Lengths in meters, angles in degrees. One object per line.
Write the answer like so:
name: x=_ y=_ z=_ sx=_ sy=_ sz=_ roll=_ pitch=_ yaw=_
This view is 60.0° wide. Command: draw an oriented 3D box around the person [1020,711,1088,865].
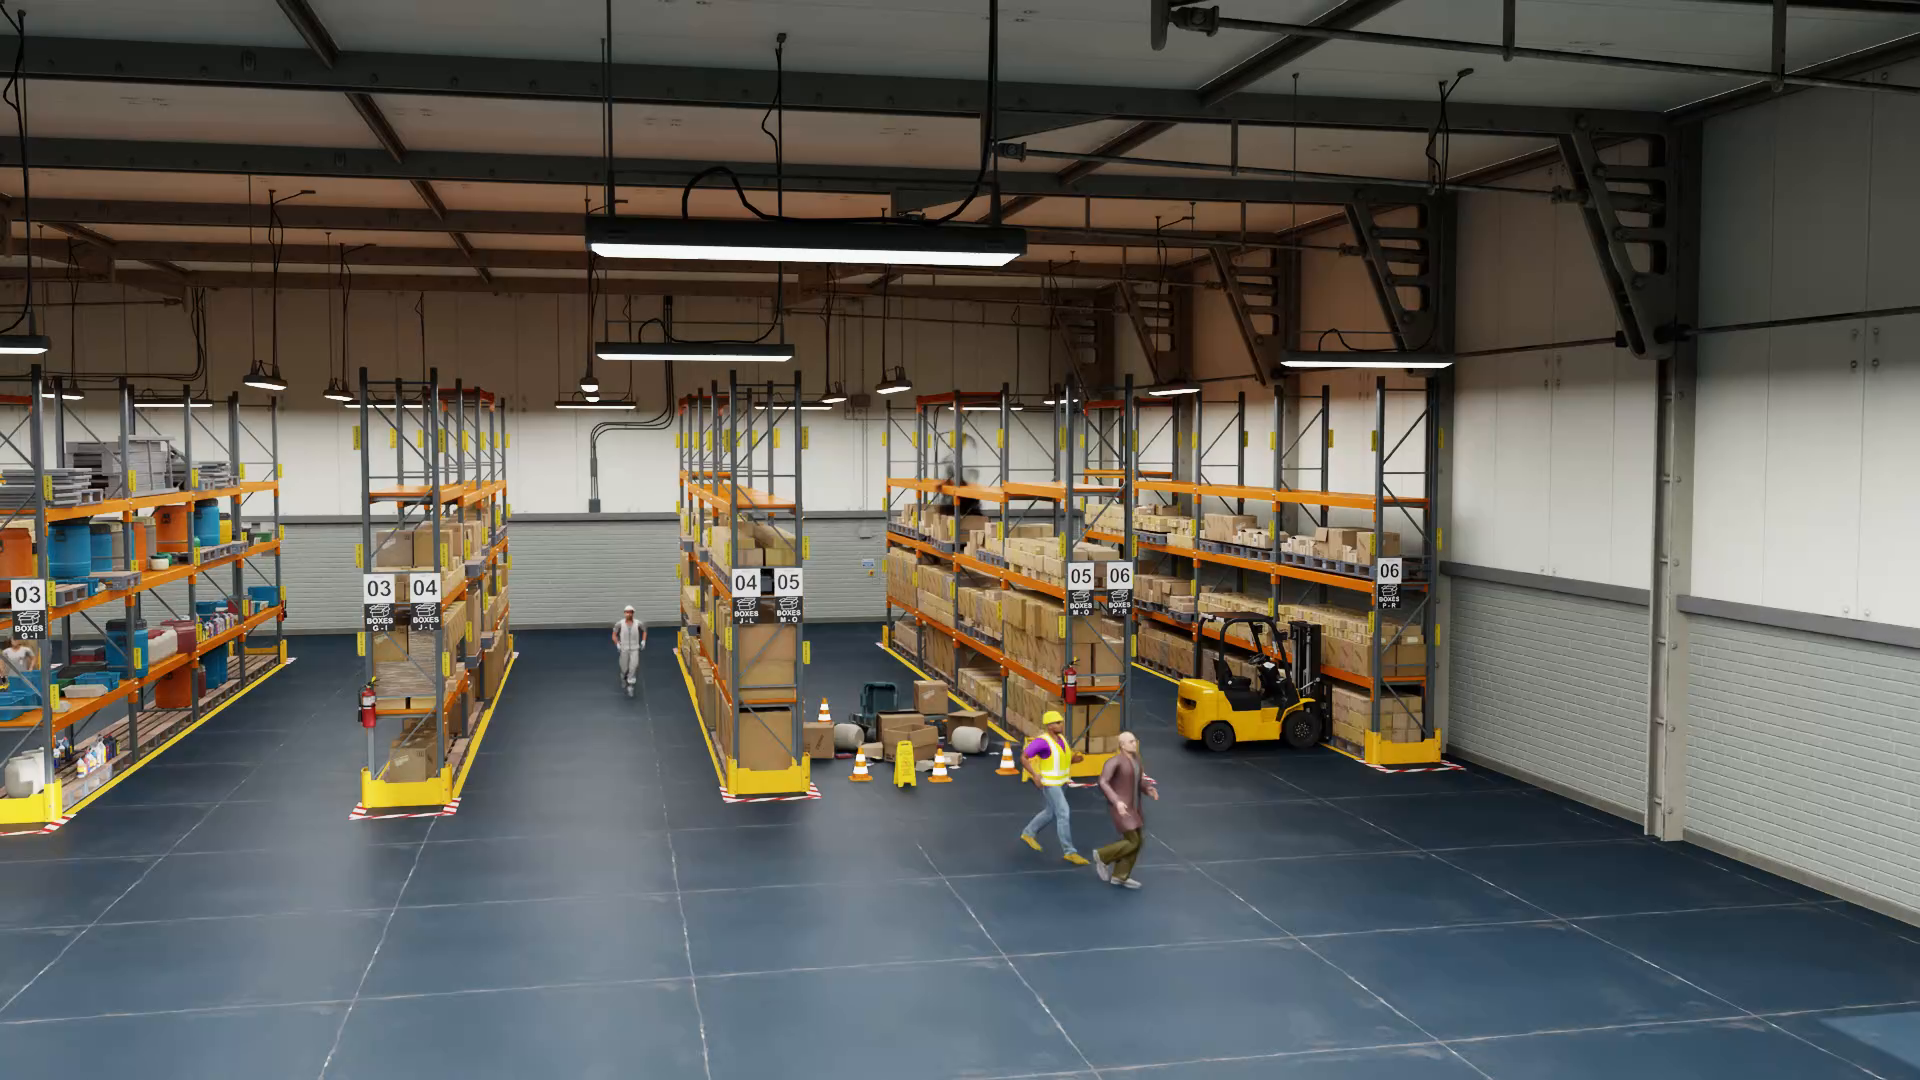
person: x=1.122 y=2.911 z=19.786 sx=0.969 sy=1.767 sz=0.694 roll=2 pitch=4 yaw=30

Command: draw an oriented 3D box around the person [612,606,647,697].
person: x=-6.513 y=2.174 z=32.826 sx=0.683 sy=1.771 sz=0.717 roll=-1 pitch=3 yaw=-13

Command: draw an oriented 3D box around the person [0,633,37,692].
person: x=-16.516 y=2.446 z=29.142 sx=0.573 sy=1.659 sz=0.874 roll=-1 pitch=4 yaw=-22

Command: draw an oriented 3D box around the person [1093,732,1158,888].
person: x=1.874 y=3.023 z=18.686 sx=0.673 sy=1.747 sz=0.700 roll=2 pitch=4 yaw=34
